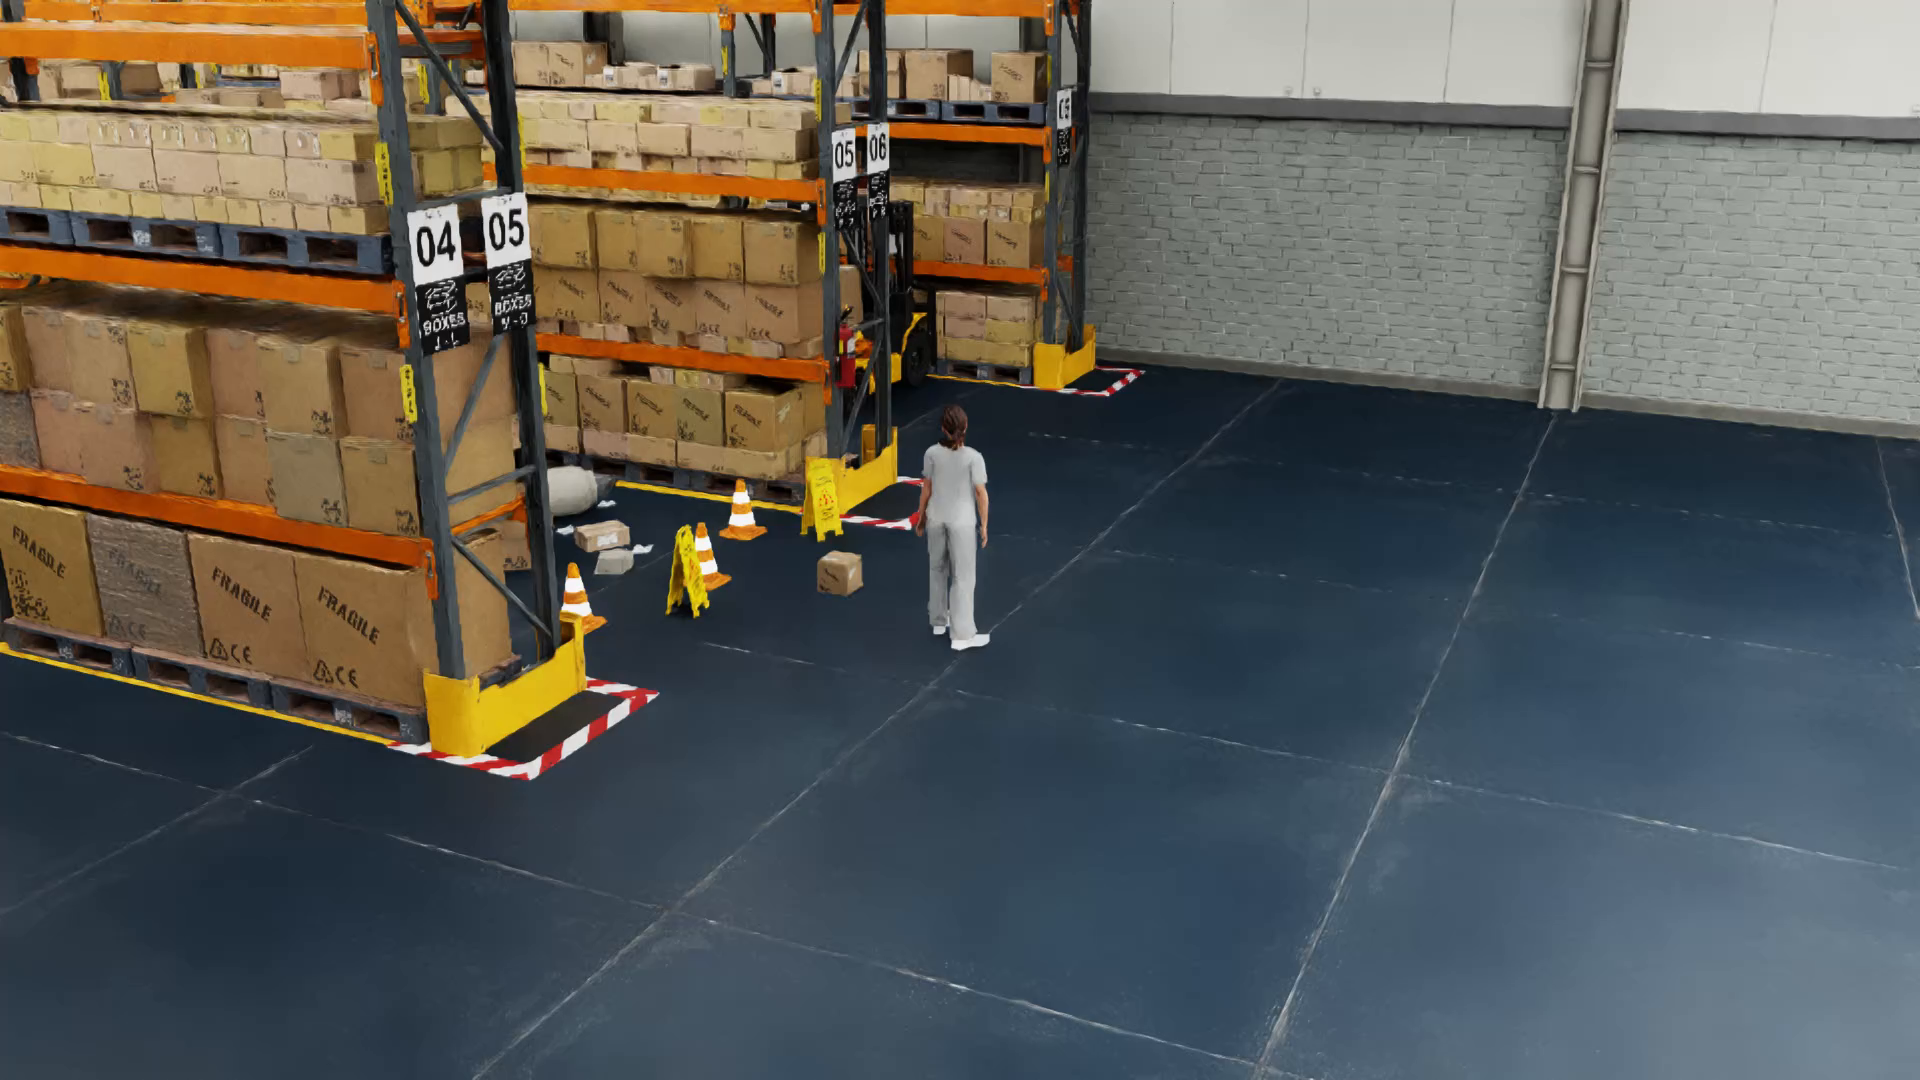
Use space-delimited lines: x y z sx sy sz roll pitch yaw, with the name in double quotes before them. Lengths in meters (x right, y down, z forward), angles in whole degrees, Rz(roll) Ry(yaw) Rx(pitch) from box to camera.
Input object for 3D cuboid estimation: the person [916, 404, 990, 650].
"person" -0.034 -0.117 11.332 0.536 1.670 0.513 7 20 20
